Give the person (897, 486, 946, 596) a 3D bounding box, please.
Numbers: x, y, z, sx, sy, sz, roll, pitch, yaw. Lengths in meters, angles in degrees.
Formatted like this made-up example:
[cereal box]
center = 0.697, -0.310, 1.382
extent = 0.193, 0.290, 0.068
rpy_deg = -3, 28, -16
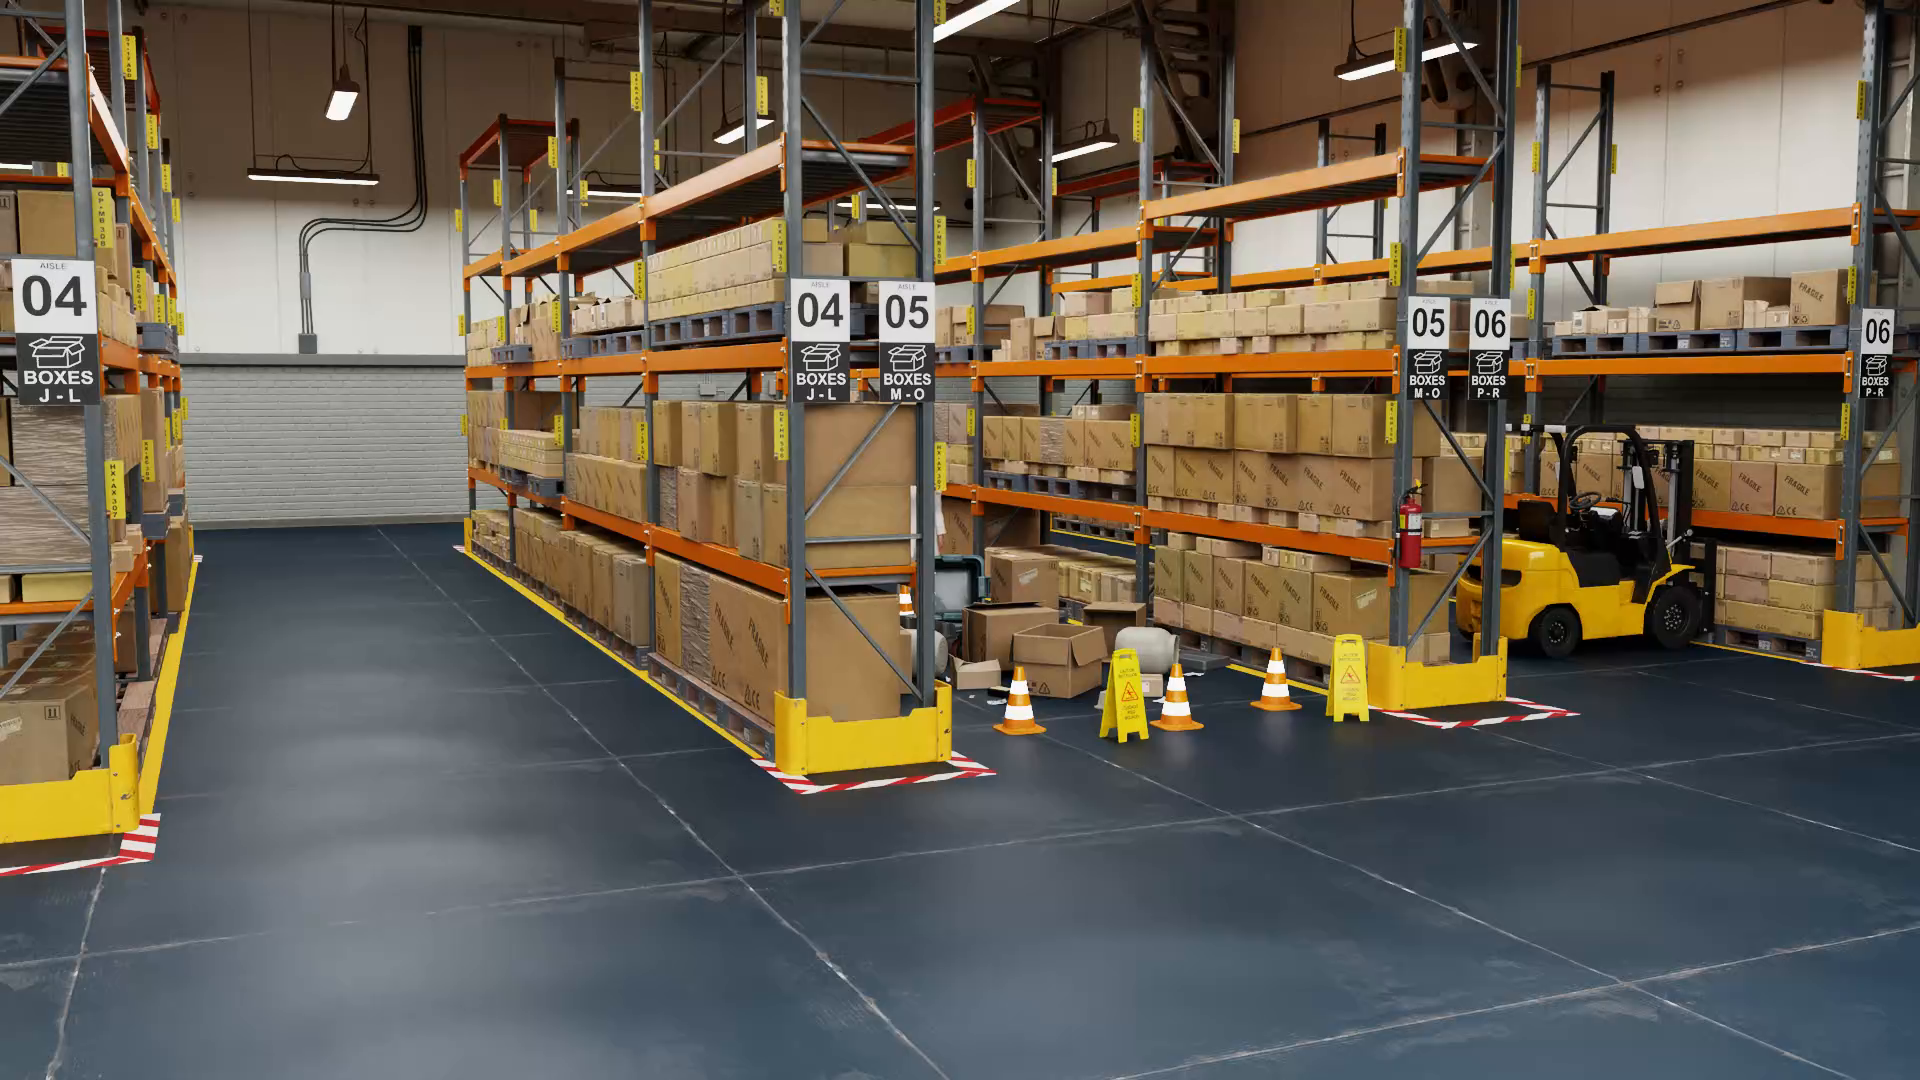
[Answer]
[person]
center = -0.457, -0.035, 18.049
extent = 0.643, 1.774, 0.423
rpy_deg = -2, 6, -23
